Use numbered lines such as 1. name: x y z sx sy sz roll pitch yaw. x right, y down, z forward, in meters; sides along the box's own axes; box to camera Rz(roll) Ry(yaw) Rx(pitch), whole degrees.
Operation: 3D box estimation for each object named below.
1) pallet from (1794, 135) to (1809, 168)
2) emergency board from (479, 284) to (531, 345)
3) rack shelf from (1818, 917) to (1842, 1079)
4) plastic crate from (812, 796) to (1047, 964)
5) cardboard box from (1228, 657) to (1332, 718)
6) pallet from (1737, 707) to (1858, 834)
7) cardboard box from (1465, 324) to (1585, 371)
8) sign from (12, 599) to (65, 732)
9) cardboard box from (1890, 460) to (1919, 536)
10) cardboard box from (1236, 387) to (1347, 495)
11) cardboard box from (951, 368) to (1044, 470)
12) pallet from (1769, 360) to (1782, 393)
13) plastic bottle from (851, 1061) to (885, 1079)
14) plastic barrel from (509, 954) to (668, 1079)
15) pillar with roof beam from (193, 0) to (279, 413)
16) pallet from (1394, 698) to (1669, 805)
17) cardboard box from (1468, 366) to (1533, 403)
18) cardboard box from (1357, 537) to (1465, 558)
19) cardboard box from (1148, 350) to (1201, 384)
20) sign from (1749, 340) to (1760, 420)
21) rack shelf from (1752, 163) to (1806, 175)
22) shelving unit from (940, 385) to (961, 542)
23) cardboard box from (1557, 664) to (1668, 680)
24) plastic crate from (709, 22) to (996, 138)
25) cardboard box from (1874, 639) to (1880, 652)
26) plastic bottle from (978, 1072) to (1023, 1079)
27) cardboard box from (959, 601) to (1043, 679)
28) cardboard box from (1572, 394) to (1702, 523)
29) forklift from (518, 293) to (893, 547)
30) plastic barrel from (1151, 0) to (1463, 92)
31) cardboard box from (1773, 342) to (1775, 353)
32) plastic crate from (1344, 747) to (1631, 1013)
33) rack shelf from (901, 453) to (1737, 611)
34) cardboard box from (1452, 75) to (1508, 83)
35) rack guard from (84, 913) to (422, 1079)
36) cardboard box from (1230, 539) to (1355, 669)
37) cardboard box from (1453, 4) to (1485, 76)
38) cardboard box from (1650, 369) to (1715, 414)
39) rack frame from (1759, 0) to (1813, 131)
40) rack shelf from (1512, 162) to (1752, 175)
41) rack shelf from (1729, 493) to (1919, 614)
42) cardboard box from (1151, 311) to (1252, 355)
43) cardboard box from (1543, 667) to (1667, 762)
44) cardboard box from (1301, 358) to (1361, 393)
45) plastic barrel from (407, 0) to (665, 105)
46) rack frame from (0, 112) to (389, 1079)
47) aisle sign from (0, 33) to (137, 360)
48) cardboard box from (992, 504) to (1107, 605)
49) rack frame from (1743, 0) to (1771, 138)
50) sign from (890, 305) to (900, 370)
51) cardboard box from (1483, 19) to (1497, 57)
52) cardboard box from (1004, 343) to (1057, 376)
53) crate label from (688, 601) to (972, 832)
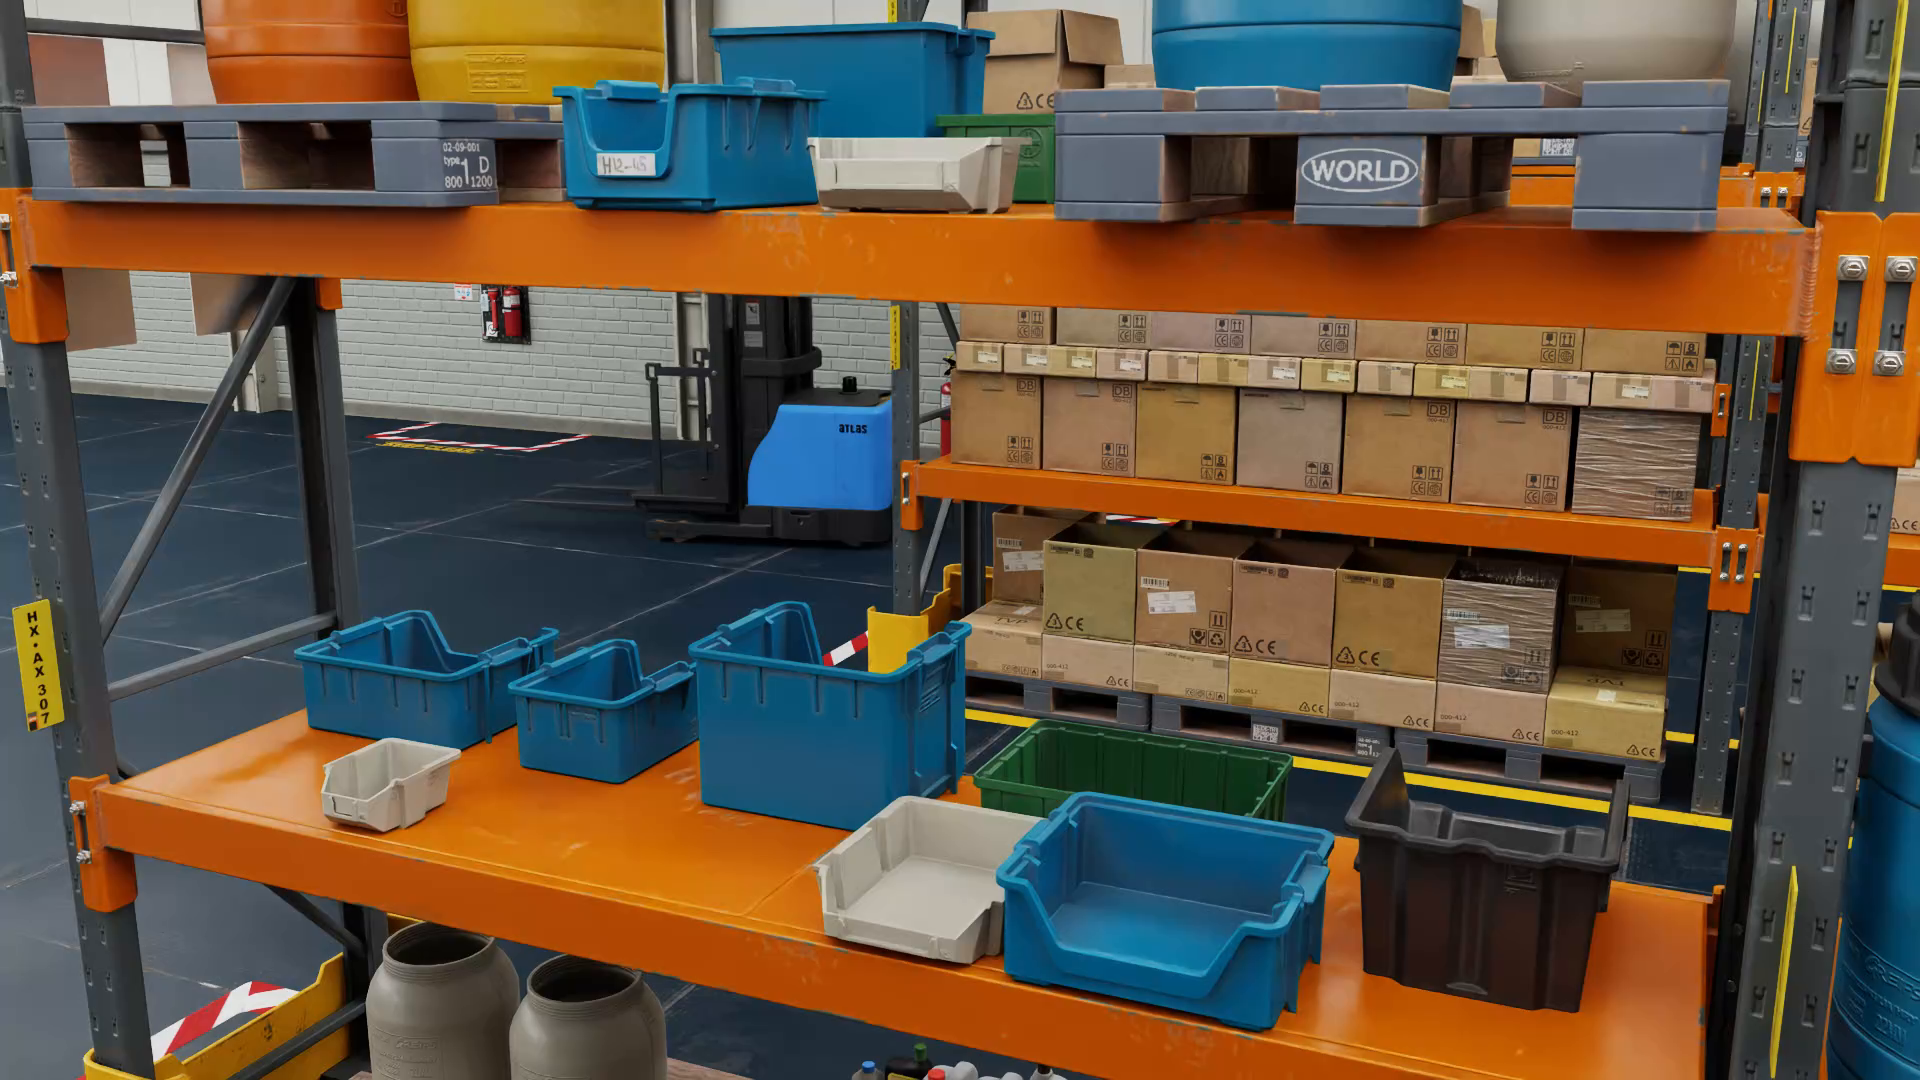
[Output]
1. pallet: 6.078 -2.649 11.325 1.003 0.211 1.213 6 14 23
2. emergency board: -4.840 -2.638 17.430 0.643 1.169 0.194 6 14 23
3. rack shelf: 3.373 1.245 2.459 4.000 0.370 1.077 6 14 23
4. plastic crate: -0.043 0.740 3.611 0.437 0.136 0.530 6 14 23
5. cardboard box: 1.668 0.674 8.414 0.500 0.250 0.500 6 14 23
6. pallet: 4.243 1.093 7.636 1.213 0.211 1.003 6 14 23
7. cardboard box: 2.683 -1.091 7.781 0.500 0.500 0.700 6 14 23
8. sign: -2.340 0.319 4.223 0.005 0.325 0.100 6 14 23
9. cardboard box: 4.022 -0.215 7.435 0.500 0.250 0.500 7 15 27
10. cardboard box: 1.735 -0.555 8.336 0.500 0.500 0.700 6 15 25
11. cardboard box: 0.318 -0.698 8.944 0.500 0.500 0.700 6 14 23
12. pallet: 6.197 -1.165 11.575 1.213 0.211 1.003 6 14 23
13. plastic bottle: -0.256 1.566 4.678 0.097 0.201 0.097 0 13 0
14. plastic barrel: -1.022 1.437 4.590 0.421 0.512 0.421 0 13 0
15. pillar with roof beam: -9.825 -4.978 14.270 0.400 9.000 9.100 6 14 23
16. pallet: 2.844 0.950 8.243 1.213 0.211 1.003 6 14 23
17. cardboard box: 2.512 -0.741 7.707 0.250 0.149 0.380 6 14 23
18. cardboard box: 2.342 0.243 8.610 0.500 0.500 0.500 6 14 23
19. cardboard box: 1.113 -0.883 8.313 0.250 0.149 0.380 5 14 21
20. sign: 3.331 -0.669 6.971 0.005 0.325 0.100 6 14 23
21. rack shelf: 7.386 -2.285 10.935 4.000 0.370 1.077 6 14 23
22. shelving unit: -0.013 -0.585 12.623 0.189 1.200 0.258 6 14 23
23. cardboard box: 3.253 0.703 8.292 0.500 0.250 0.500 6 14 23
24. plastic crate: -0.247 -1.000 3.918 0.575 0.384 0.392 6 14 23
25. cardboard box: 4.040 0.514 7.871 0.500 0.311 0.500 6 14 23
26. plastic bottle: 0.090 1.571 4.491 0.135 0.276 0.152 5 14 22
27. cardboard box: 0.297 0.535 9.007 0.500 0.250 0.500 6 14 23
28. cardboard box: 3.146 -0.413 7.731 0.500 0.500 0.700 5 14 22
29. forklift: -1.933 -1.523 12.829 3.031 2.935 1.130 3 13 12
30. plastic barrel: 0.678 -1.314 3.206 0.708 0.901 0.600 6 14 23
31. cardboard box: 6.009 -1.569 11.691 0.500 0.500 0.700 6 14 23
32. plastic crate: 1.117 0.665 3.492 0.504 0.338 0.767 6 14 23
33. rack shelf: 1.725 -0.160 8.444 4.000 0.370 1.077 6 14 23
34. cardboard box: 2.340 -1.990 7.428 0.250 0.149 0.380 6 14 23
35. rack guard: -2.024 1.553 5.040 0.348 0.500 1.175 6 14 23
36. cardboard box: 1.667 0.310 8.328 0.500 0.500 0.500 6 14 23
37. cardboard box: 2.099 -2.287 7.917 0.637 0.503 0.797 8 15 29
38. cardboard box: 3.219 -0.670 7.404 0.250 0.149 0.380 6 14 23
39. rack frame: 3.554 -3.246 6.888 0.127 3.000 1.000 6 14 23
40. rack shelf: 3.728 -2.655 12.512 4.000 0.370 1.077 6 14 23
41. rack shelf: 5.383 0.210 6.867 4.000 0.370 1.077 6 14 23
42. cardboard box: 1.311 -1.231 8.374 0.500 0.500 0.700 6 14 23
43. cardboard box: 3.042 0.812 7.828 0.500 0.250 0.500 6 14 23
44. cardboard box: 1.814 -0.812 8.008 0.250 0.149 0.380 6 15 25
45. plastic barrel: -1.019 -1.338 3.994 0.600 0.588 0.600 0 13 0
46. rack frame: -2.113 0.339 4.743 0.127 3.000 1.000 6 14 23
47. aisle sign: -2.297 -0.872 4.214 0.004 0.787 0.394 6 14 23
48. cardboard box: 0.508 0.062 9.385 0.500 0.500 0.500 6 14 23
49. rack frame: 5.557 -4.281 11.299 0.127 3.000 1.000 6 14 23
50. sign: -0.333 -1.040 8.551 0.005 0.325 0.100 6 14 23
51. cardboard box: 4.002 -3.450 11.873 0.500 0.500 0.500 5 14 21
52. cardboard box: 0.411 -0.954 8.617 0.250 0.149 0.380 5 14 22
53. crate label: -0.321 0.436 4.254 0.616 0.435 0.502 6 14 23
